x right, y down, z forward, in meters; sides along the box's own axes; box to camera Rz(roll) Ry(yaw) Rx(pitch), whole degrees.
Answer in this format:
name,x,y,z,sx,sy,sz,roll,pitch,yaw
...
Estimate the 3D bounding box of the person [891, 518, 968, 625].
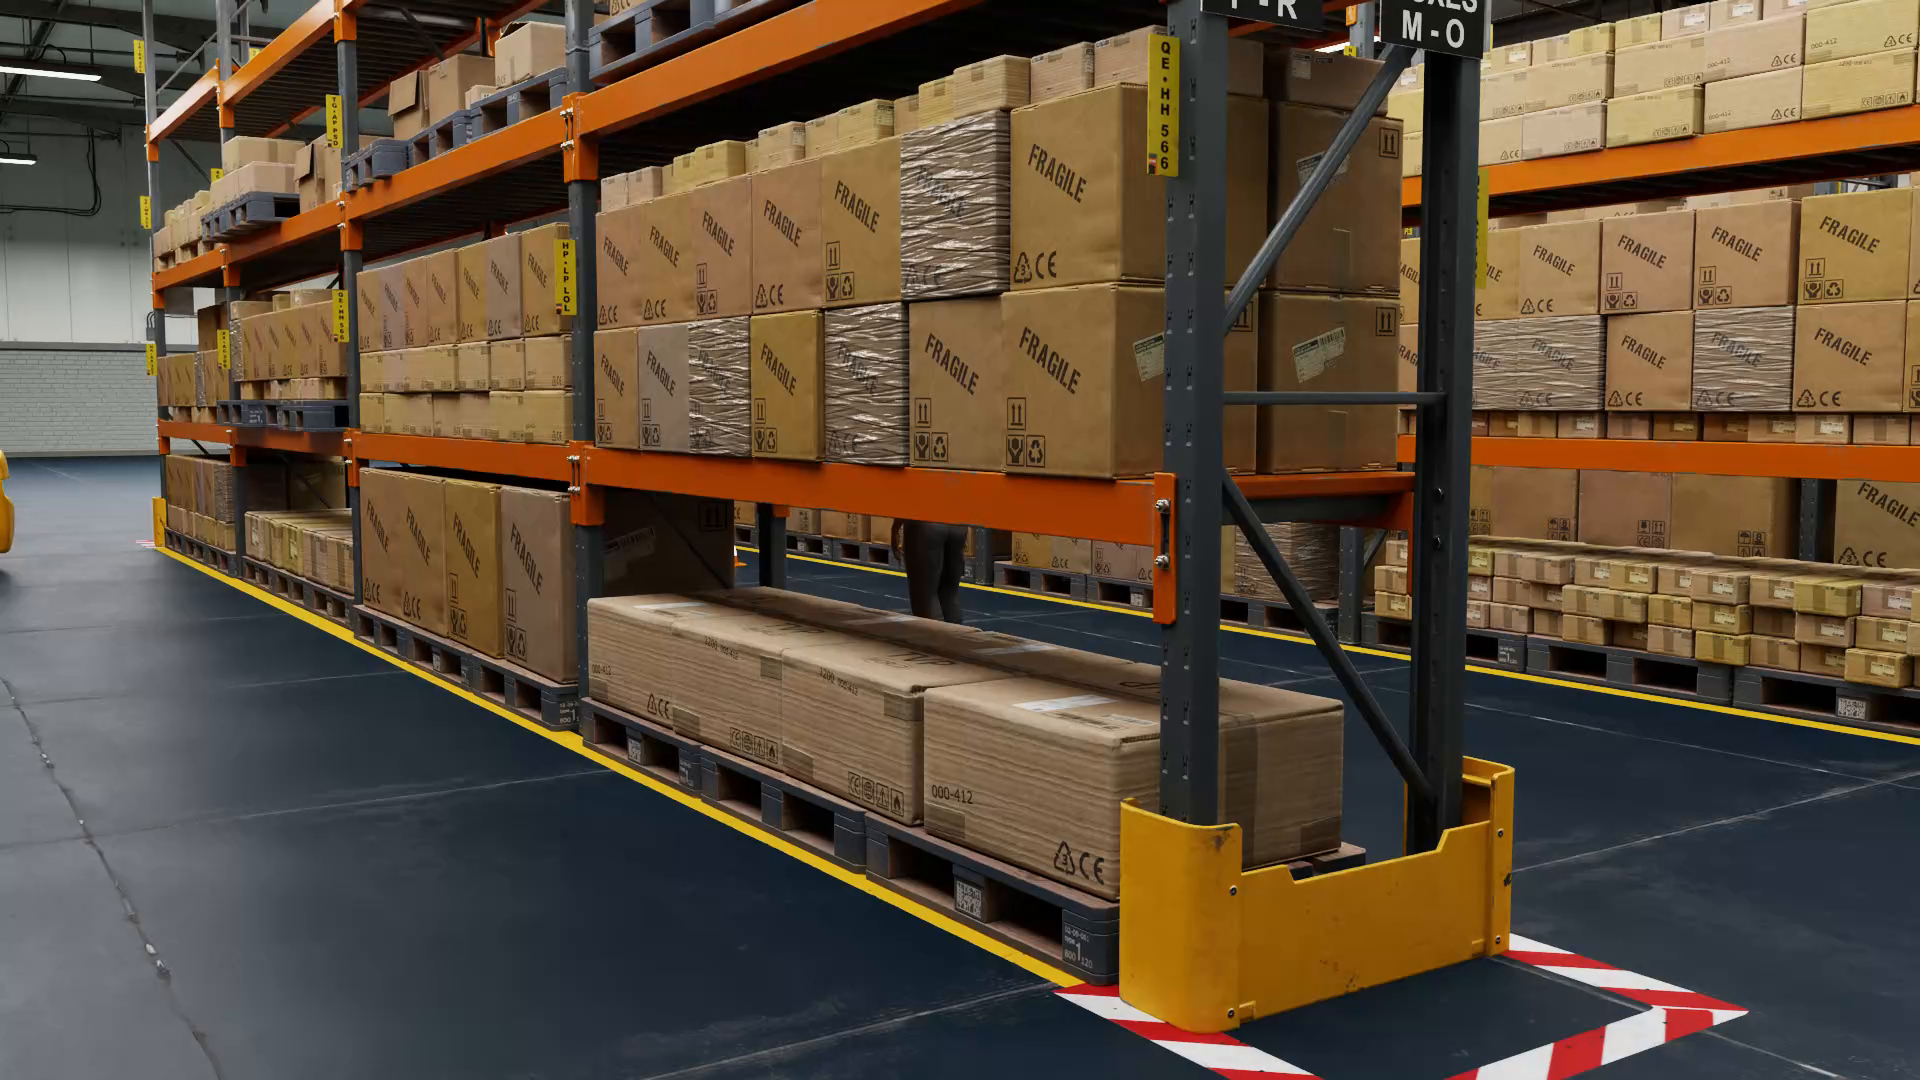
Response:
name,x,y,z,sx,sy,sz,roll,pitch,yaw
person,-0.185,-0.058,8.713,0.504,1.654,0.570,4,6,42
